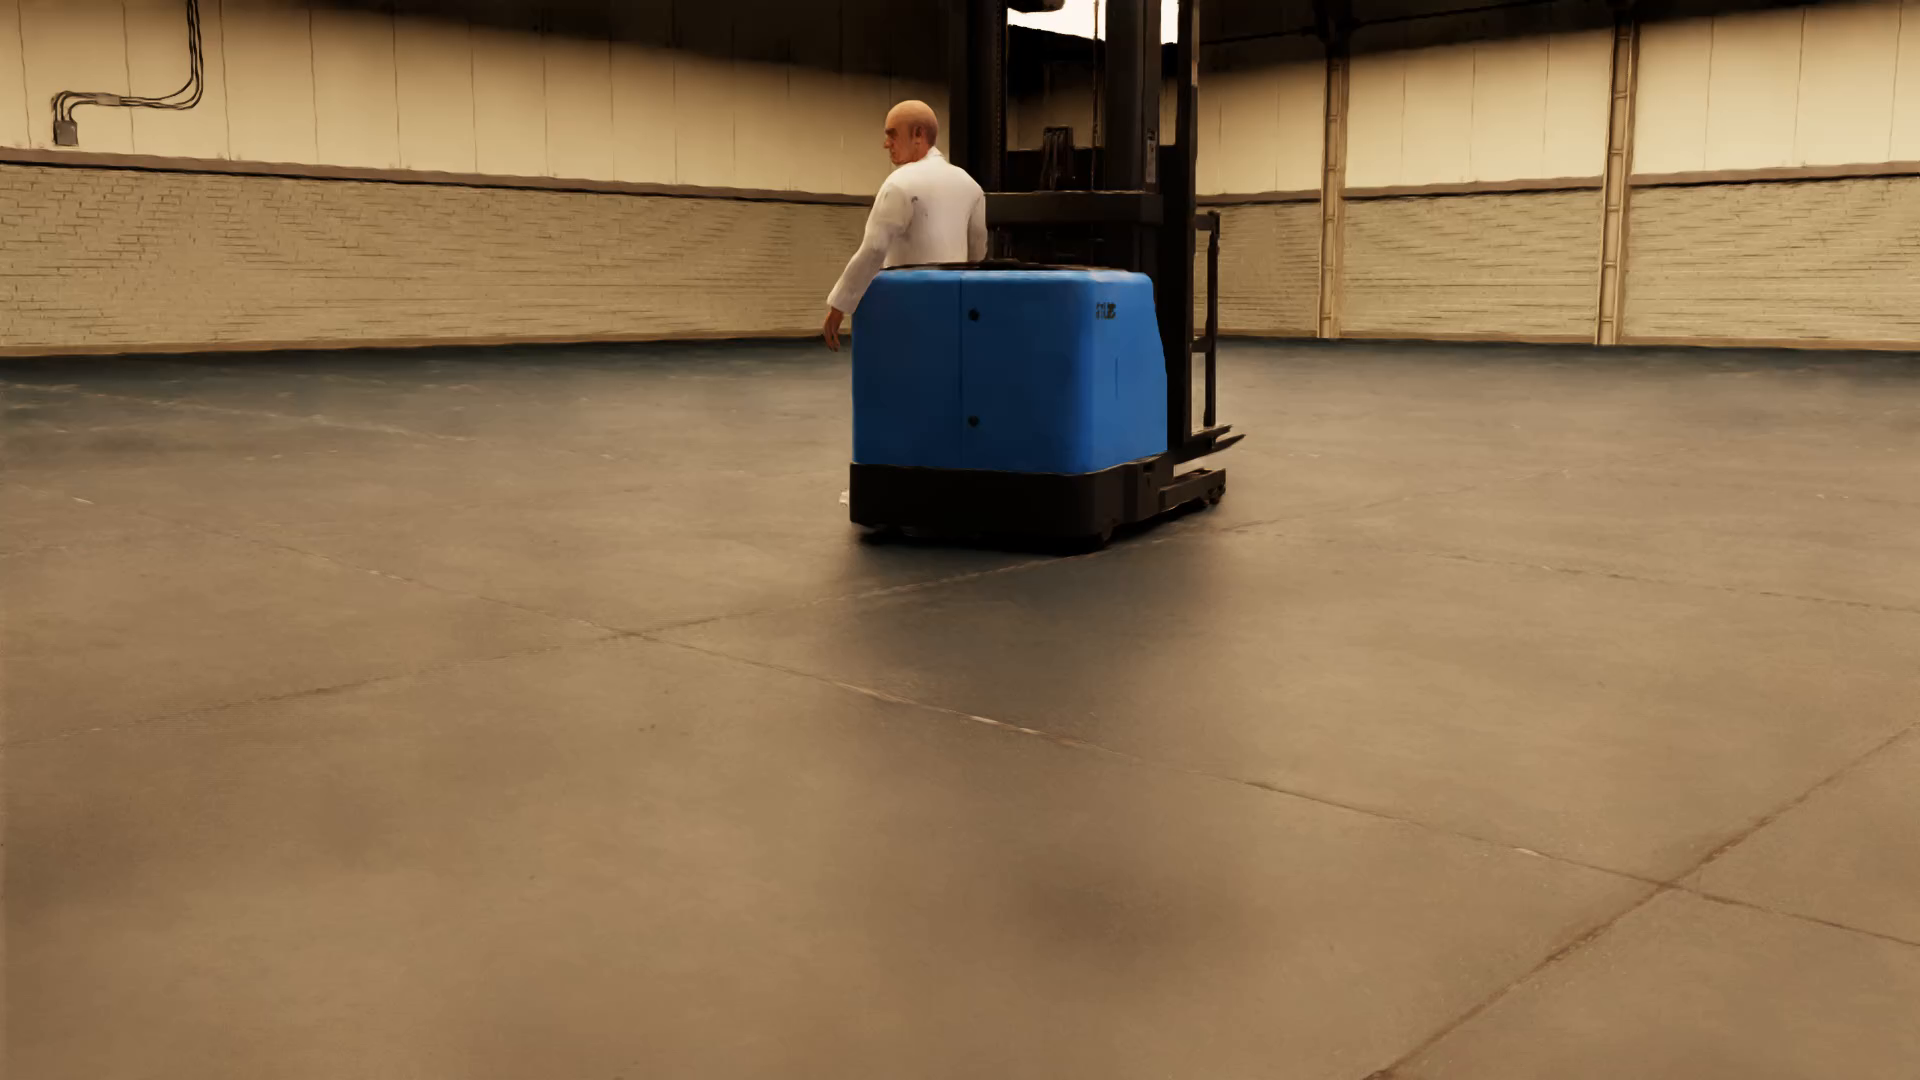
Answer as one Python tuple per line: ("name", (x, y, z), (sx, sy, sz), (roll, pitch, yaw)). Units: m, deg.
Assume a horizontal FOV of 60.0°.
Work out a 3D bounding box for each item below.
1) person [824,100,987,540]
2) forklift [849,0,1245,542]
("person", (-0.245, -0.896, 6.812), (0.841, 1.750, 0.781), (5, 10, 32))
("forklift", (0.619, -1.622, 7.648), (1.130, 2.935, 3.031), (4, 9, 24))
